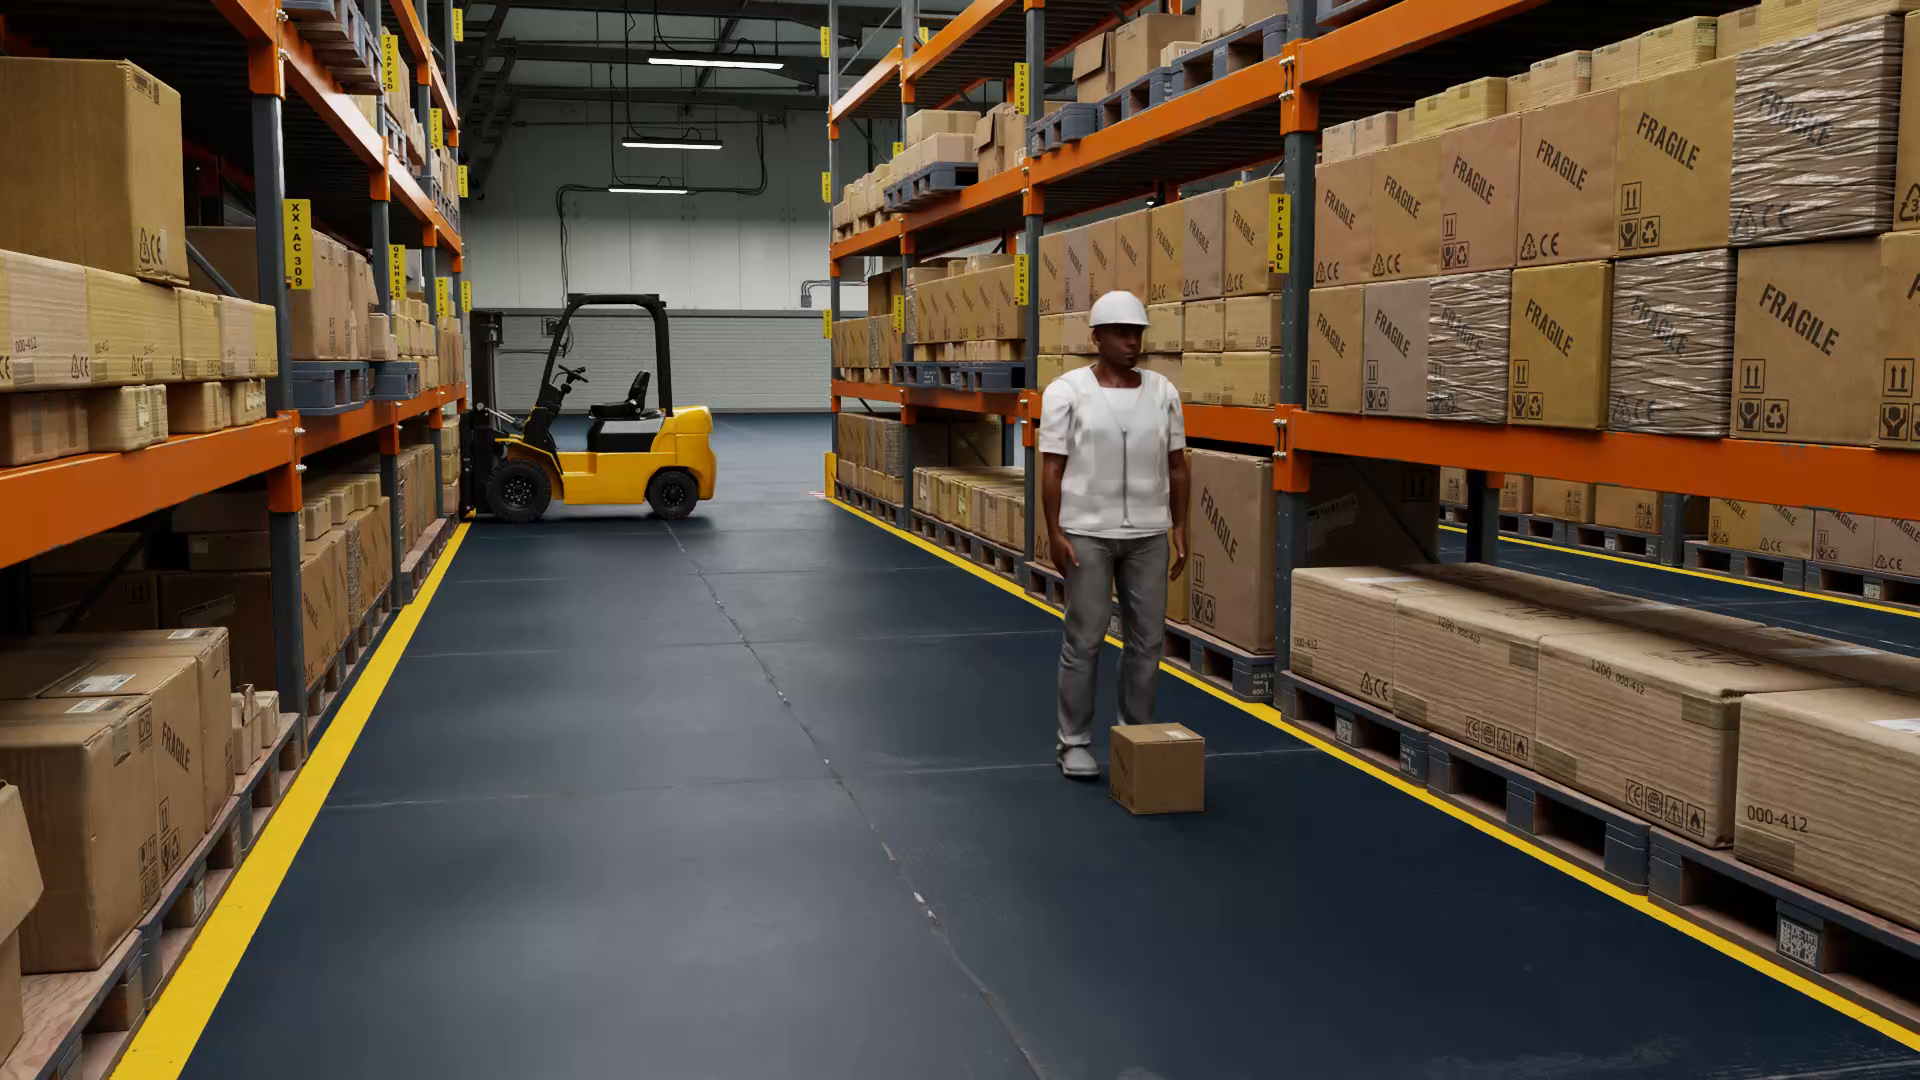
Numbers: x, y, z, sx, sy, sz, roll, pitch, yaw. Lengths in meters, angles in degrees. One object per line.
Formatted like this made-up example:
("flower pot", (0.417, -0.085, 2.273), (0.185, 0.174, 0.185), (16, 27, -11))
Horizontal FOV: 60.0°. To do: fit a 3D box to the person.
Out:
("person", (0.573, -0.024, 6.085), (0.563, 1.762, 0.355), (-1, 6, -12))
